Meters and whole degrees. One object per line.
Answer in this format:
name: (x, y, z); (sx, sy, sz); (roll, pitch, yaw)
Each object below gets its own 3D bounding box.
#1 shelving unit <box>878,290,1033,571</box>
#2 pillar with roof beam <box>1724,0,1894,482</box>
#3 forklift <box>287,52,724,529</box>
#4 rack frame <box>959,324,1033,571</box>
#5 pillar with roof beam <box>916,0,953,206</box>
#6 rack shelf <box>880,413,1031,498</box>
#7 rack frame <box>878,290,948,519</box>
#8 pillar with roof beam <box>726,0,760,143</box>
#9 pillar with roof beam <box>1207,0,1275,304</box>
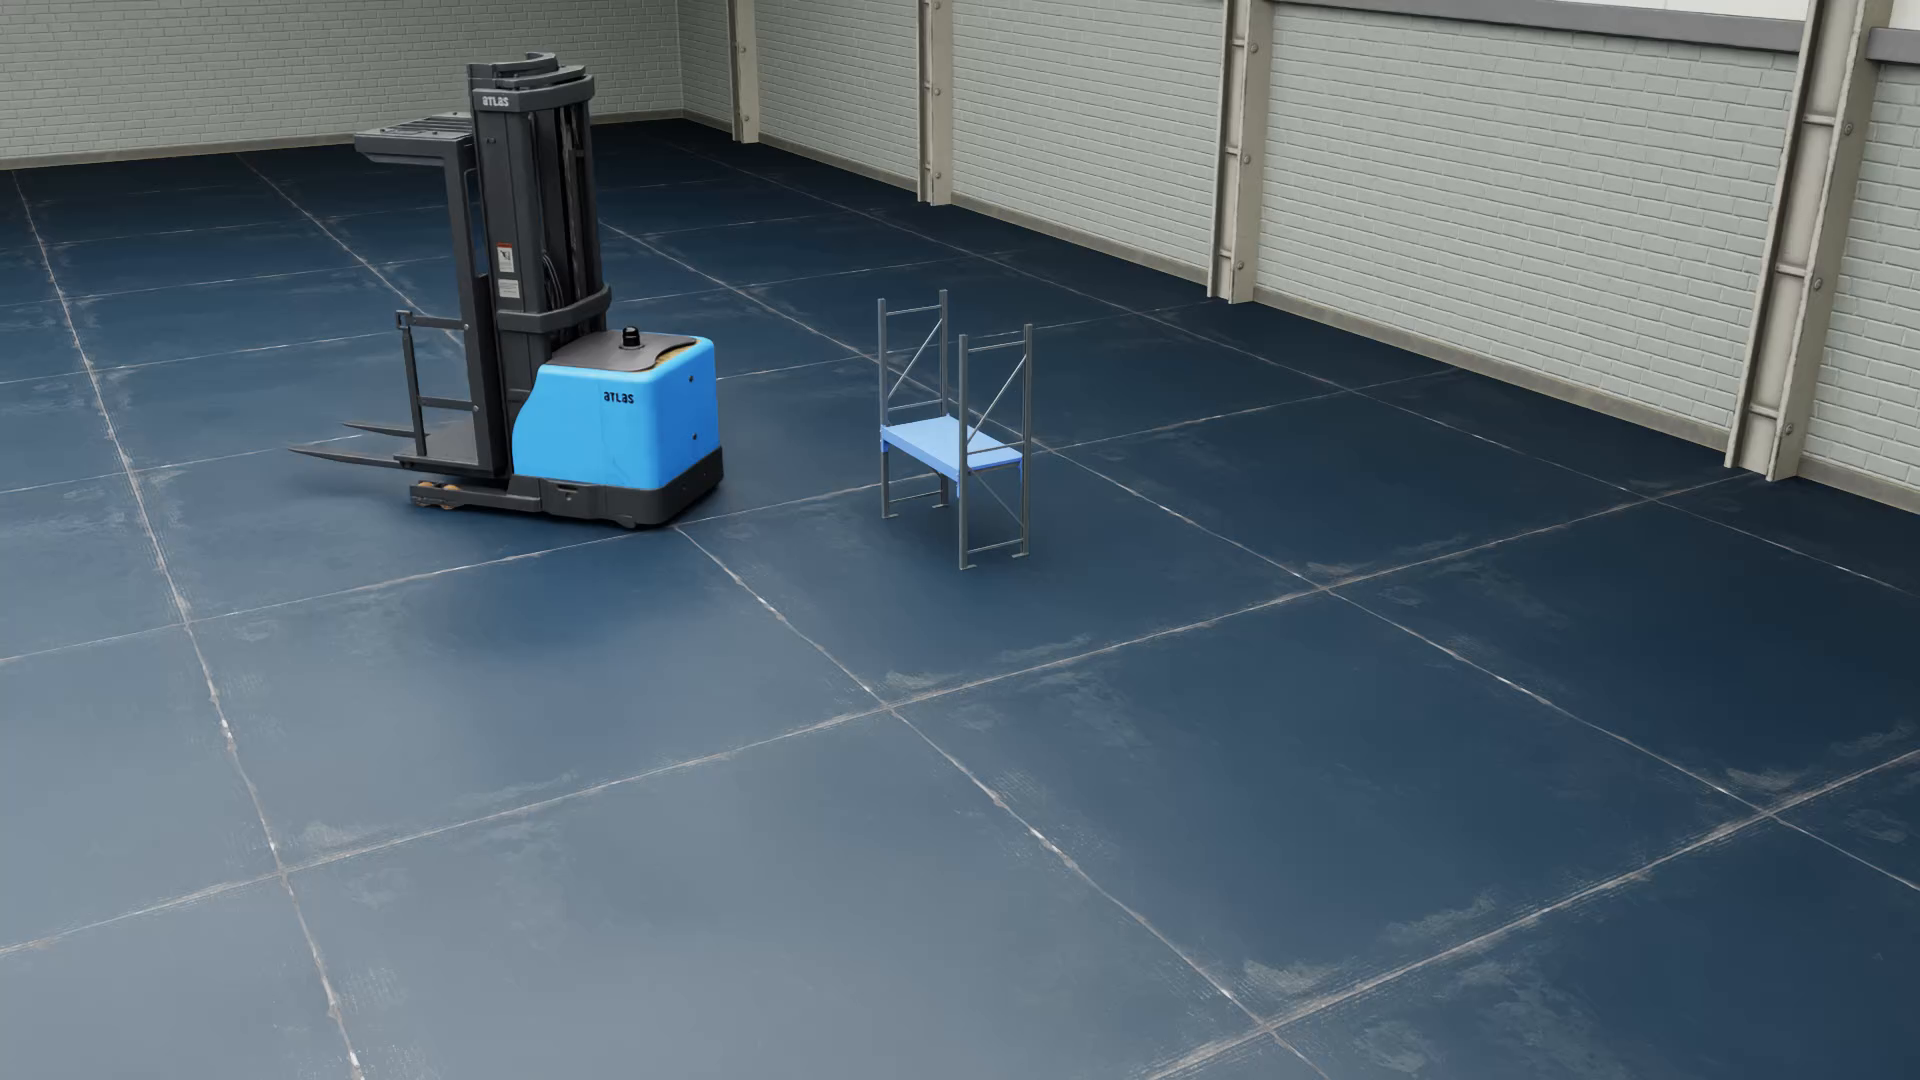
shelving unit: (-0.044, -0.722, 10.597); (0.538, 1.500, 1.048); (-13, 25, -28)
pillar with roof beam: (2.107, -3.848, 8.328); (9.100, 9.000, 0.400); (-13, 25, -28)
forklift: (-3.239, -1.744, 11.209); (3.031, 2.935, 1.130); (7, 23, 16)
rack frame: (0.216, -0.558, 10.192); (0.500, 1.500, 0.032); (-13, 25, -28)
pillar with roof beam: (-4.023, -7.733, 17.885); (9.100, 9.000, 0.400); (-13, 25, -28)
rack shelf: (-0.044, -0.556, 10.665); (0.538, 0.185, 1.000); (-13, 25, -28)
rack frame: (-0.303, -0.887, 11.002); (0.500, 1.500, 0.032); (-13, 25, -28)
pillar with roof beam: (-7.088, -9.675, 22.664); (9.100, 9.000, 0.400); (-13, 25, -28)
pillar with roof beam: (-0.958, -5.791, 13.107); (9.100, 9.000, 0.400); (-13, 25, -28)
